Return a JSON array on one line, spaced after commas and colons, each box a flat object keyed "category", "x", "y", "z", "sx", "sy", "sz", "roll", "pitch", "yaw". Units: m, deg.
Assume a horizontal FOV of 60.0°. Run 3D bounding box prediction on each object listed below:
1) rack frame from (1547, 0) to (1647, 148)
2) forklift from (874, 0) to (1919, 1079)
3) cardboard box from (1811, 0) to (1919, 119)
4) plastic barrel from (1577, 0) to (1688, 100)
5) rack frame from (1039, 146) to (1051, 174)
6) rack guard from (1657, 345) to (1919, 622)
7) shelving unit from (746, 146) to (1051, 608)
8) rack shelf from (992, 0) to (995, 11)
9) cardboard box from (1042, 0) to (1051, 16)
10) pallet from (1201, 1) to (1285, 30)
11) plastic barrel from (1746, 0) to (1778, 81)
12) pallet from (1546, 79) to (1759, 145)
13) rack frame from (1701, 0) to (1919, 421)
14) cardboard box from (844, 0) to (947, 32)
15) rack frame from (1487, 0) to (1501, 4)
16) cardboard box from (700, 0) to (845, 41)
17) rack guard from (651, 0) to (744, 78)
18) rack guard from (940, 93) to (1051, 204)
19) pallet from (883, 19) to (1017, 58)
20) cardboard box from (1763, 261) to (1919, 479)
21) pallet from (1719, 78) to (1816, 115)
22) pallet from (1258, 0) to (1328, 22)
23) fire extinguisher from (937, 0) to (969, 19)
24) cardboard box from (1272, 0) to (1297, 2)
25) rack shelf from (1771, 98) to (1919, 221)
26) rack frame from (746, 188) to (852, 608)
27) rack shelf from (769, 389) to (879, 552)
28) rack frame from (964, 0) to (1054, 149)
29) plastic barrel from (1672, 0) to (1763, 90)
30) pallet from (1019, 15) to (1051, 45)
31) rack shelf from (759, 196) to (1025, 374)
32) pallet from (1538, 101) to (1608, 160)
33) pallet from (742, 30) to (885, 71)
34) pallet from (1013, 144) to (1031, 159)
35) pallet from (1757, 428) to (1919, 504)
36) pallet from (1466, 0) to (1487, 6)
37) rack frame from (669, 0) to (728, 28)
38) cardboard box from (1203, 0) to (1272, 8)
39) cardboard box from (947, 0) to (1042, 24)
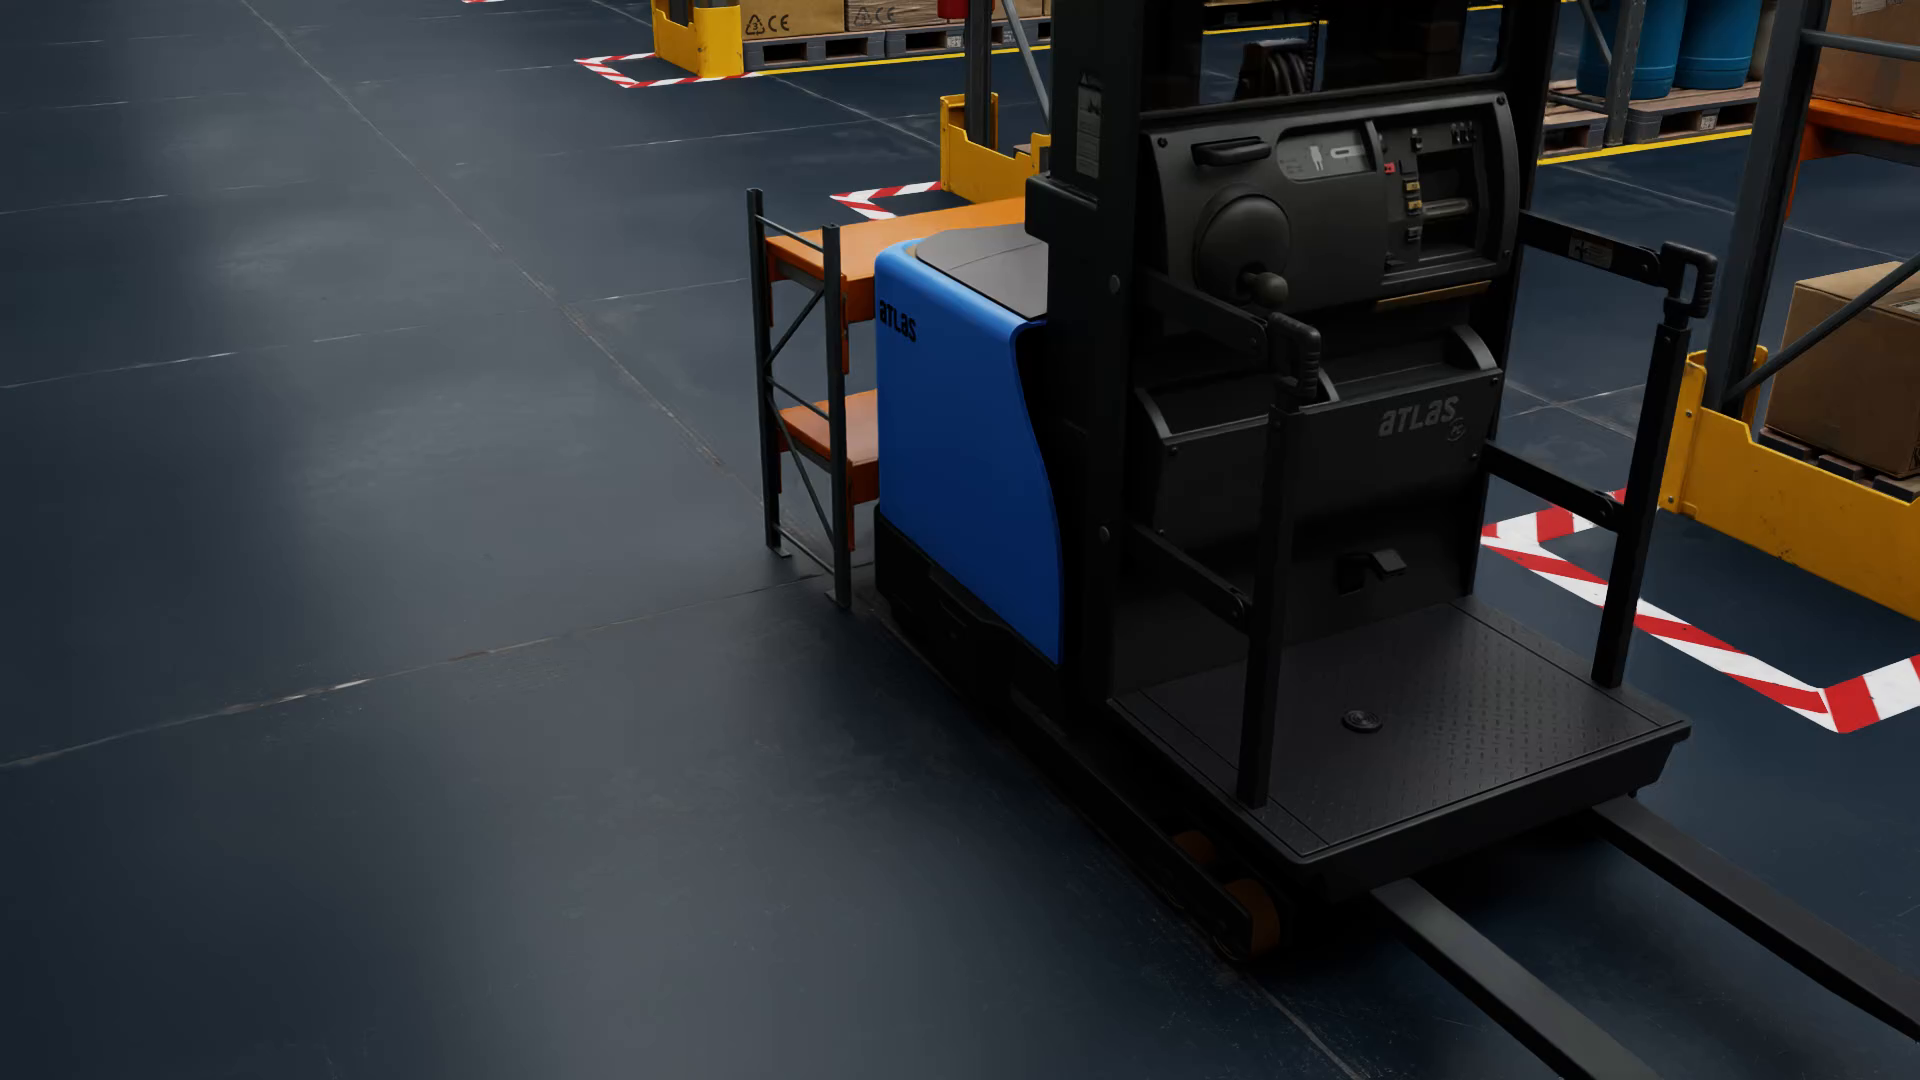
[{"category": "rack frame", "x": 3.840, "y": -3.988, "z": 10.091, "sx": 0.127, "sy": 3.000, "sz": 1.000, "roll": -13, "pitch": 29, "yaw": -25}, {"category": "forklift", "x": 0.894, "y": -0.675, "z": 3.270, "sx": 1.130, "sy": 2.935, "sz": 3.031, "roll": -13, "pitch": 29, "yaw": -25}, {"category": "cardboard box", "x": 2.905, "y": -1.521, "z": 4.837, "sx": 0.500, "sy": 0.500, "sz": 0.500, "roll": -12, "pitch": 28, "yaw": -24}, {"category": "plastic barrel", "x": 4.328, "y": -3.336, "z": 10.671, "sx": 0.708, "sy": 0.901, "sz": 0.600, "roll": -13, "pitch": 29, "yaw": -25}, {"category": "rack frame", "x": 0.396, "y": -0.640, "z": 5.283, "sx": 0.032, "sy": 1.125, "sz": 0.500, "roll": -15, "pitch": 30, "yaw": -29}, {"category": "rack guard", "x": 2.705, "y": -0.169, "z": 5.025, "sx": 0.348, "sy": 0.500, "sz": 1.175, "roll": -13, "pitch": 29, "yaw": -25}, {"category": "shelving unit", "x": -0.033, "y": -0.522, "z": 5.037, "sx": 1.048, "sy": 1.125, "sz": 0.538, "roll": -15, "pitch": 30, "yaw": -29}, {"category": "rack shelf", "x": 2.075, "y": -3.256, "z": 9.398, "sx": 4.000, "sy": 0.370, "sz": 1.077, "roll": -13, "pitch": 29, "yaw": -25}, {"category": "cardboard box", "x": 0.889, "y": -5.007, "z": 14.183, "sx": 0.875, "sy": 0.875, "sz": 0.875, "roll": -13, "pitch": 29, "yaw": -25}, {"category": "pallet", "x": 2.155, "y": -4.808, "z": 15.021, "sx": 1.213, "sy": 0.211, "sz": 1.003, "roll": -13, "pitch": 29, "yaw": -25}, {"category": "plastic barrel", "x": 5.493, "y": -3.385, "z": 11.224, "sx": 0.421, "sy": 0.512, "sz": 0.421, "roll": 0, "pitch": 26, "yaw": 0}, {"category": "pallet", "x": 4.540, "y": -2.872, "z": 10.988, "sx": 1.213, "sy": 0.211, "sz": 1.003, "roll": -13, "pitch": 29, "yaw": -25}, {"category": "rack frame", "x": 2.638, "y": -1.281, "z": 4.452, "sx": 0.127, "sy": 3.000, "sz": 1.000, "roll": -13, "pitch": 29, "yaw": -25}, {"category": "cardboard box", "x": -0.690, "y": -4.643, "z": 13.424, "sx": 0.875, "sy": 0.875, "sz": 0.875, "roll": -13, "pitch": 29, "yaw": -25}, {"category": "rack frame", "x": 5.039, "y": -6.694, "z": 15.727, "sx": 0.127, "sy": 3.000, "sz": 1.000, "roll": -13, "pitch": 29, "yaw": -25}, {"category": "cardboard box", "x": -1.493, "y": -4.457, "z": 13.038, "sx": 0.875, "sy": 0.875, "sz": 0.875, "roll": -13, "pitch": 29, "yaw": -25}, {"category": "rack guard", "x": -2.041, "y": -3.933, "z": 12.864, "sx": 0.348, "sy": 0.500, "sz": 1.175, "roll": -13, "pitch": 29, "yaw": -25}, {"category": "rack guard", "x": 0.295, "y": -2.037, "z": 8.914, "sx": 0.348, "sy": 0.500, "sz": 1.175, "roll": -13, "pitch": 29, "yaw": -25}, {"category": "pallet", "x": -0.276, "y": -4.247, "z": 13.853, "sx": 1.213, "sy": 0.211, "sz": 1.003, "roll": -13, "pitch": 29, "yaw": -25}, {"category": "cardboard box", "x": 3.002, "y": -0.557, "z": 5.325, "sx": 0.500, "sy": 0.500, "sz": 0.500, "roll": -13, "pitch": 29, "yaw": -25}, {"category": "pallet", "x": 5.618, "y": -3.122, "z": 11.509, "sx": 1.213, "sy": 0.211, "sz": 1.003, "roll": -13, "pitch": 29, "yaw": -25}, {"category": "pallet", "x": 3.232, "y": -5.059, "z": 15.542, "sx": 1.213, "sy": 0.211, "sz": 1.003, "roll": -13, "pitch": 29, "yaw": -25}, {"category": "fire extinguisher", "x": -0.037, "y": -3.113, "z": 8.789, "sx": 0.183, "sy": 0.674, "sz": 0.296, "roll": -13, "pitch": 29, "yaw": -25}, {"category": "cardboard box", "x": 2.853, "y": -5.431, "z": 15.067, "sx": 0.875, "sy": 0.875, "sz": 1.225, "roll": -14, "pitch": 29, "yaw": -27}, {"category": "rack shelf", "x": 4.403, "y": -1.364, "z": 5.456, "sx": 4.000, "sy": 0.370, "sz": 1.077, "roll": -13, "pitch": 29, "yaw": -25}, {"category": "rack frame", "x": -0.462, "y": -0.403, "z": 4.791, "sx": 0.032, "sy": 1.125, "sz": 0.500, "roll": -15, "pitch": 30, "yaw": -29}, {"category": "rack shelf", "x": -0.033, "y": -0.301, "z": 5.142, "sx": 1.000, "sy": 0.278, "sz": 0.538, "roll": -15, "pitch": 30, "yaw": -29}, {"category": "rack frame", "x": 0.310, "y": -3.173, "z": 8.394, "sx": 0.127, "sy": 3.000, "sz": 1.000, "roll": -13, "pitch": 29, "yaw": -25}, {"category": "plastic barrel", "x": 4.953, "y": -3.480, "z": 10.972, "sx": 0.708, "sy": 0.901, "sz": 0.600, "roll": -13, "pitch": 29, "yaw": -25}, {"category": "pallet", "x": 0.801, "y": -4.498, "z": 14.374, "sx": 1.213, "sy": 0.211, "sz": 1.003, "roll": -13, "pitch": 29, "yaw": -25}, {"category": "rack shelf", "x": -0.033, "y": -0.785, "z": 4.910, "sx": 1.000, "sy": 0.278, "sz": 0.538, "roll": -15, "pitch": 30, "yaw": -29}, {"category": "pallet", "x": 3.209, "y": -2.566, "z": 10.351, "sx": 1.213, "sy": 0.211, "sz": 1.003, "roll": -13, "pitch": 29, "yaw": -25}, {"category": "pallet", "x": -1.352, "y": -4.001, "z": 13.339, "sx": 1.213, "sy": 0.211, "sz": 1.003, "roll": -13, "pitch": 29, "yaw": -25}, {"category": "pallet", "x": 1.056, "y": -2.069, "z": 9.316, "sx": 1.213, "sy": 0.211, "sz": 1.003, "roll": -13, "pitch": 29, "yaw": -25}, {"category": "pallet", "x": 3.408, "y": -0.202, "z": 5.427, "sx": 1.213, "sy": 0.211, "sz": 1.003, "roll": -13, "pitch": 29, "yaw": -25}, {"category": "pallet", "x": 4.308, "y": -5.305, "z": 16.056, "sx": 1.213, "sy": 0.211, "sz": 1.003, "roll": -13, "pitch": 29, "yaw": -25}, {"category": "rack frame", "x": -2.020, "y": -5.065, "z": 12.334, "sx": 0.127, "sy": 3.000, "sz": 1.000, "roll": -13, "pitch": 29, "yaw": -25}, {"category": "cardboard box", "x": 2.065, "y": -5.249, "z": 14.687, "sx": 0.875, "sy": 0.875, "sz": 1.225, "roll": -13, "pitch": 29, "yaw": -25}, {"category": "cardboard box", "x": 0.095, "y": -4.824, "z": 13.801, "sx": 0.875, "sy": 0.875, "sz": 0.875, "roll": -13, "pitch": 29, "yaw": -25}]
